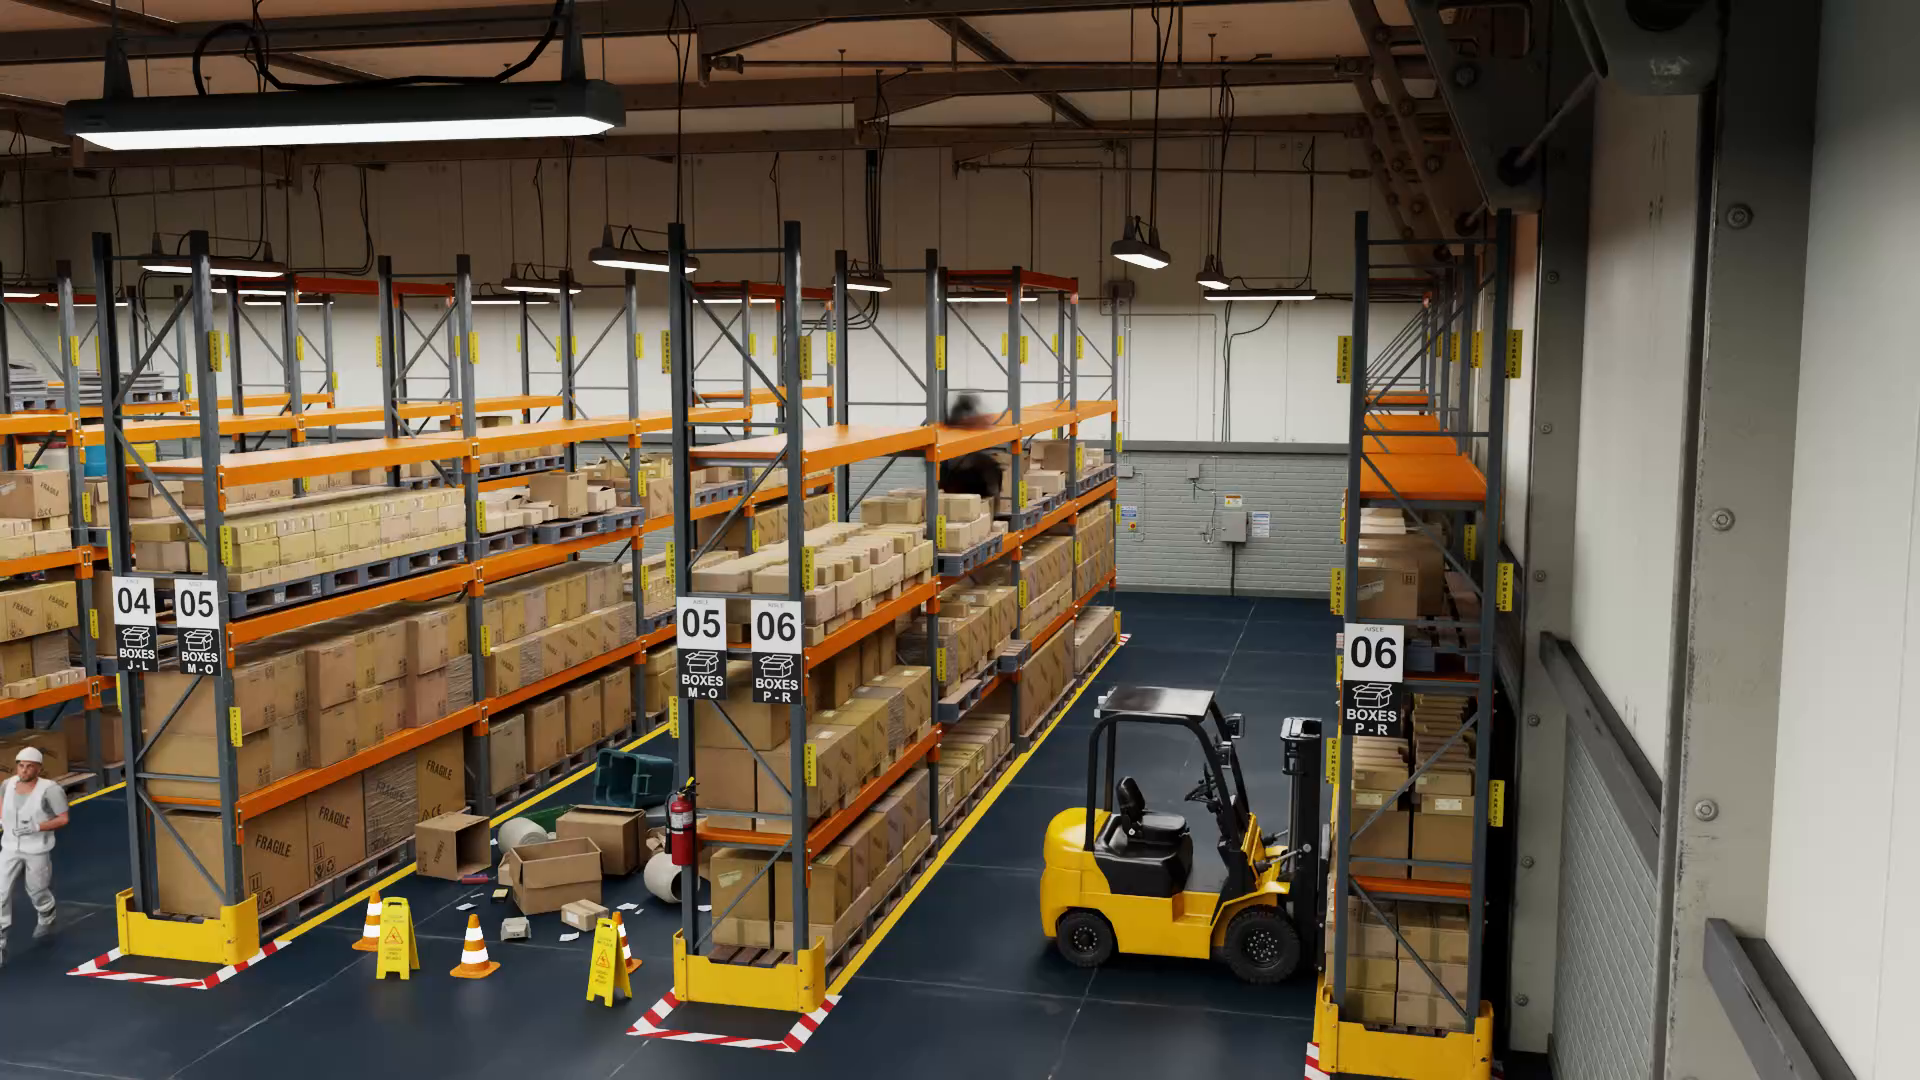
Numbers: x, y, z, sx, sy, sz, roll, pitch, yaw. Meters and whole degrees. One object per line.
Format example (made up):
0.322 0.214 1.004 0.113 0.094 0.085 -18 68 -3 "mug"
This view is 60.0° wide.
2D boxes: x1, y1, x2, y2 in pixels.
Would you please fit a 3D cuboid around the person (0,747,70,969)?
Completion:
-7.771 2.611 13.920 0.678 1.822 0.862 -1 7 -4 "person"
